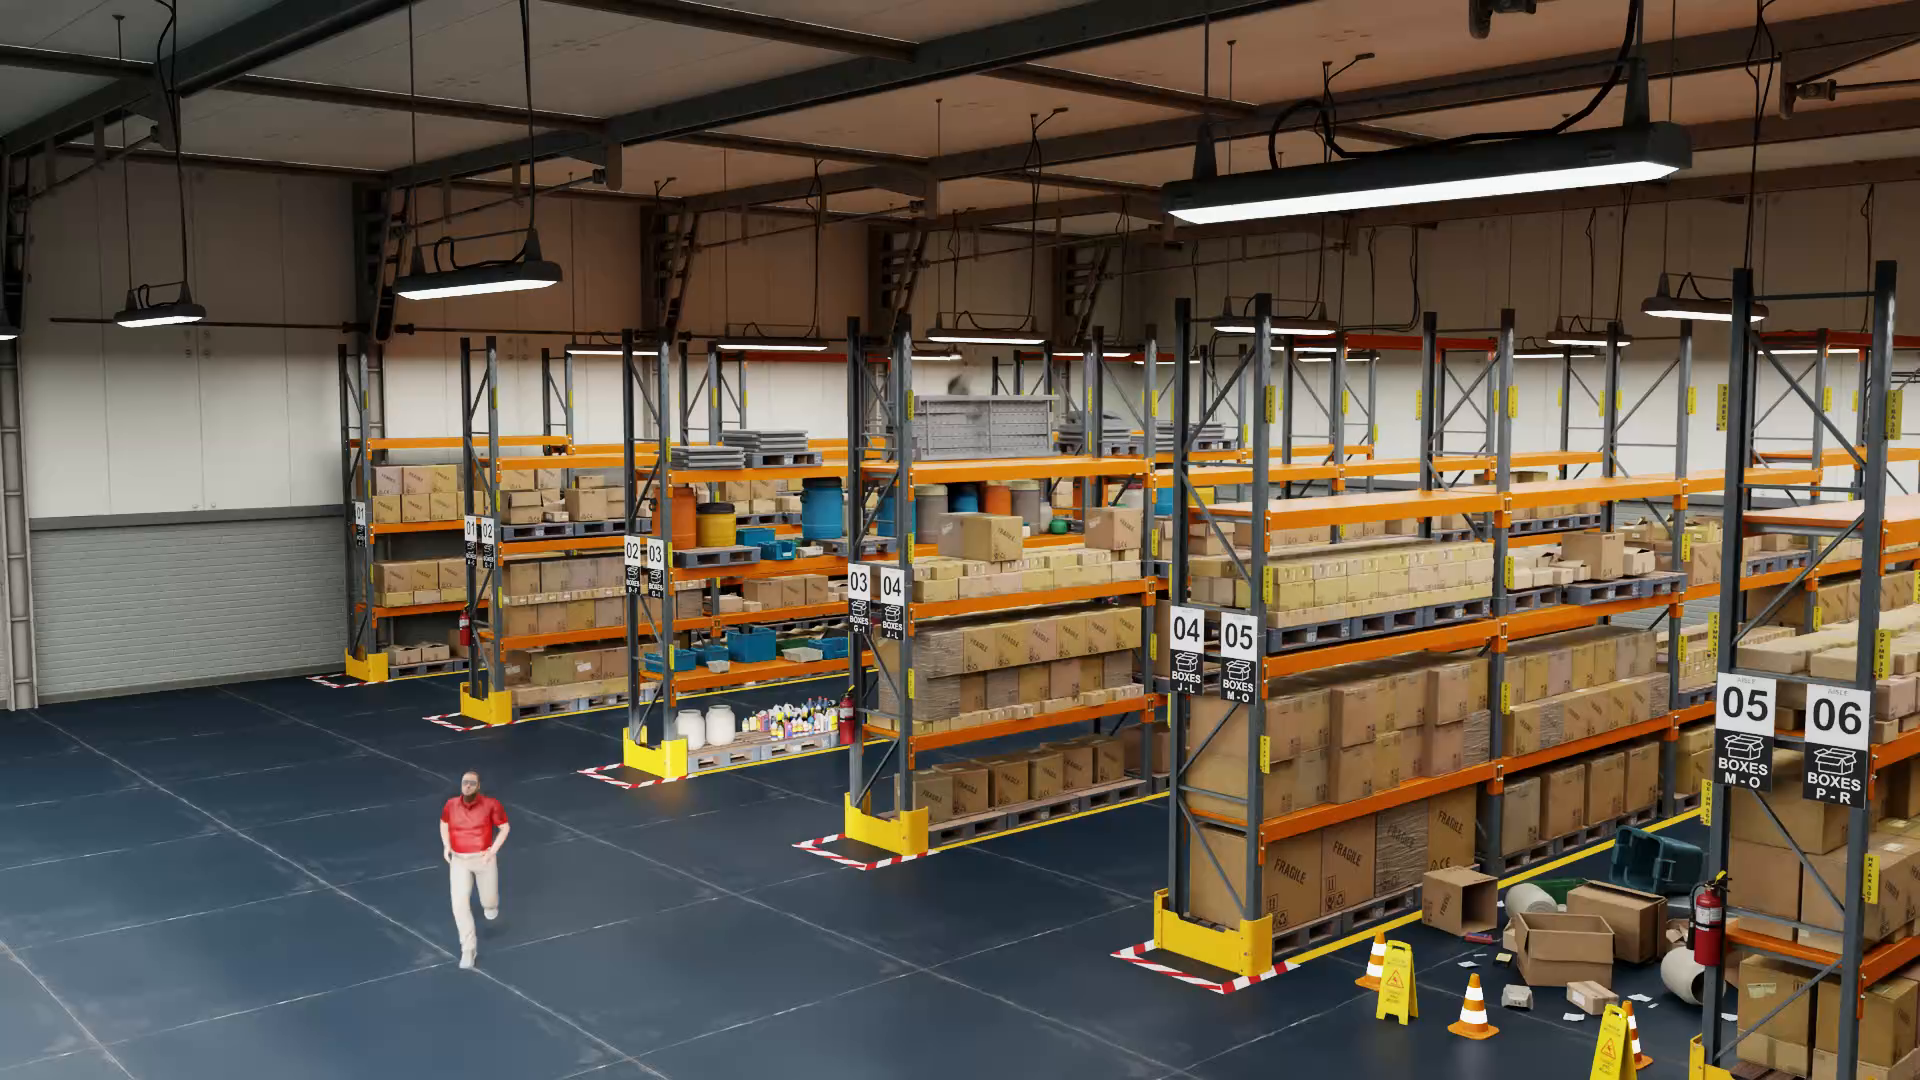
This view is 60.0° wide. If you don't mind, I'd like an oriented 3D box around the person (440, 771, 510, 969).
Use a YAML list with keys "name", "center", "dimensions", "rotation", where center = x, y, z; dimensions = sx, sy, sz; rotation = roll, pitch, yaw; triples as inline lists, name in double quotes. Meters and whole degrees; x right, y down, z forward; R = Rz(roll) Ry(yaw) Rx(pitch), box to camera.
- name: "person"
  center: [-4.473, 2.981, 15.335]
  dimensions: [0.644, 1.732, 1.014]
  rotation: [-1, 5, -10]
